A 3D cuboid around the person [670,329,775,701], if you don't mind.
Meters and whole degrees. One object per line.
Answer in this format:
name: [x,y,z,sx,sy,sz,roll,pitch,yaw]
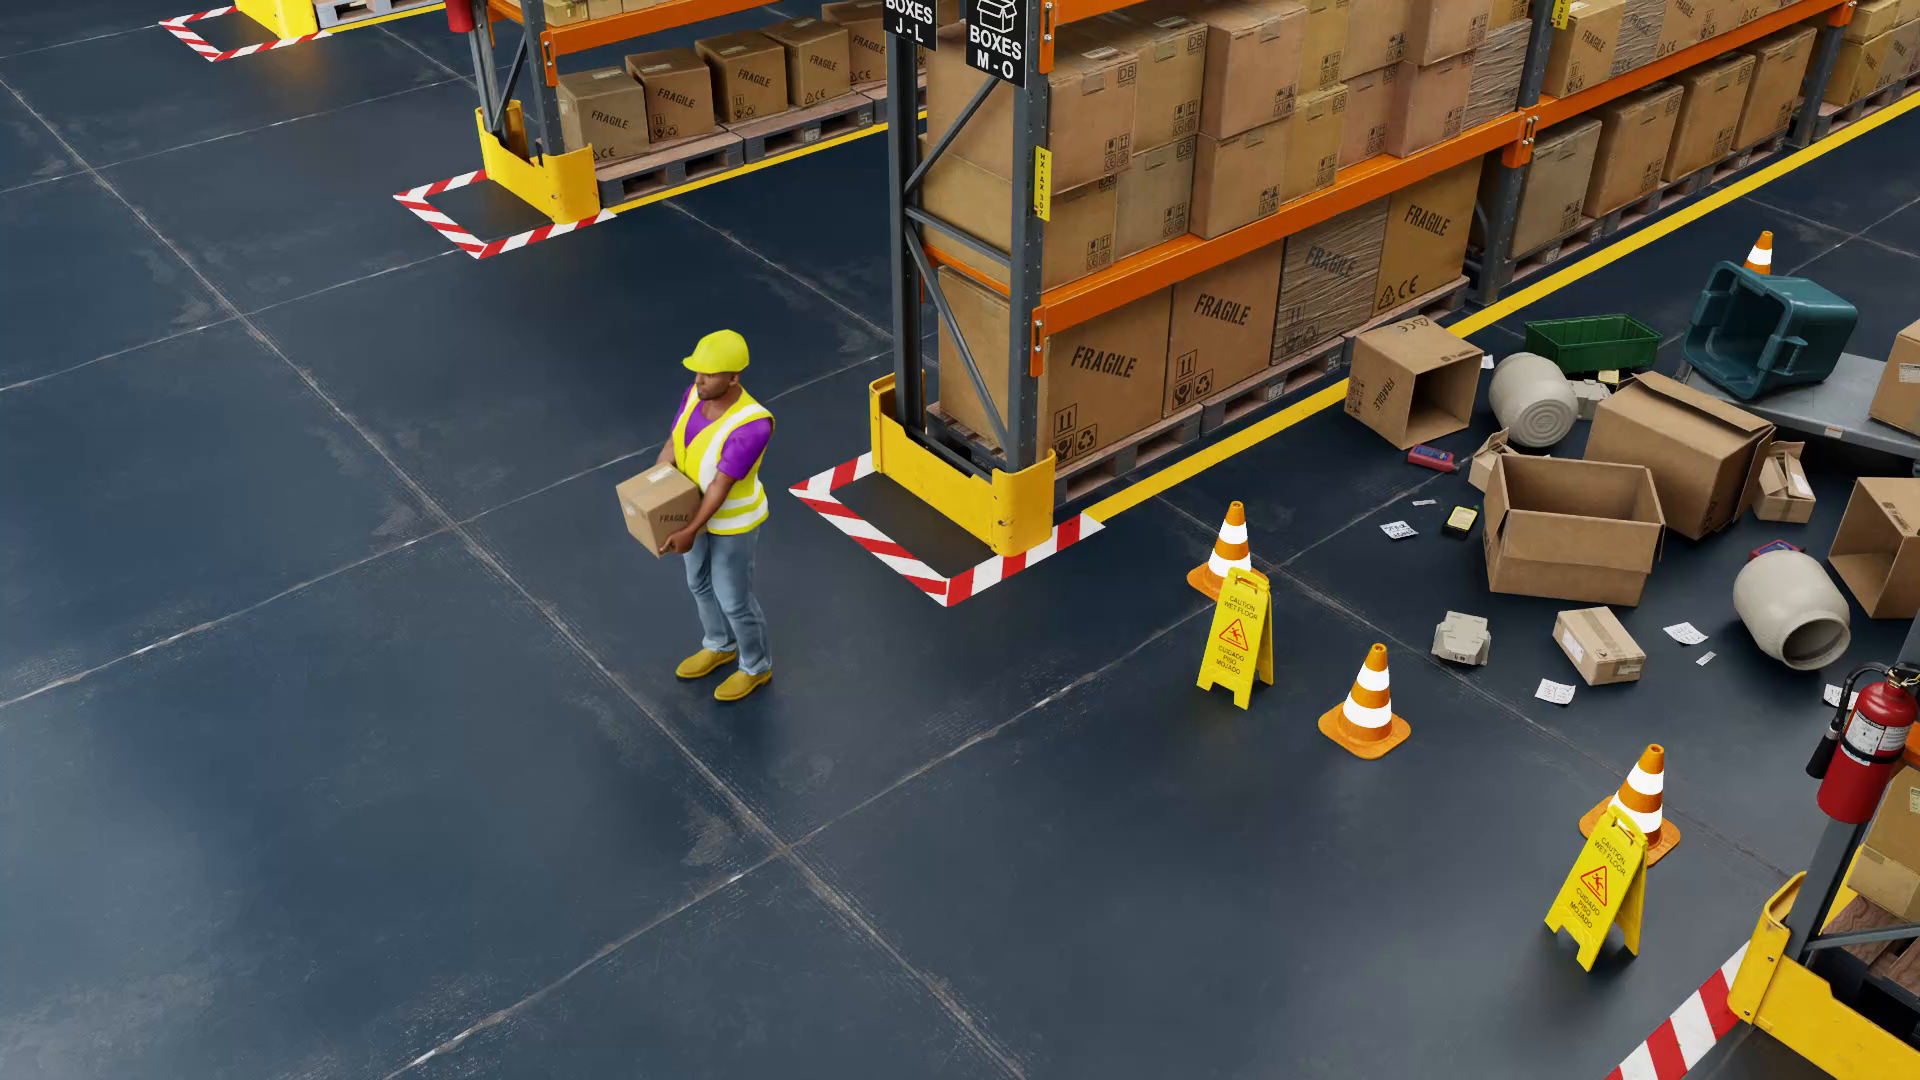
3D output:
person: [-1.047,-0.094,7.194,0.446,1.760,0.504,-25,43,-31]
